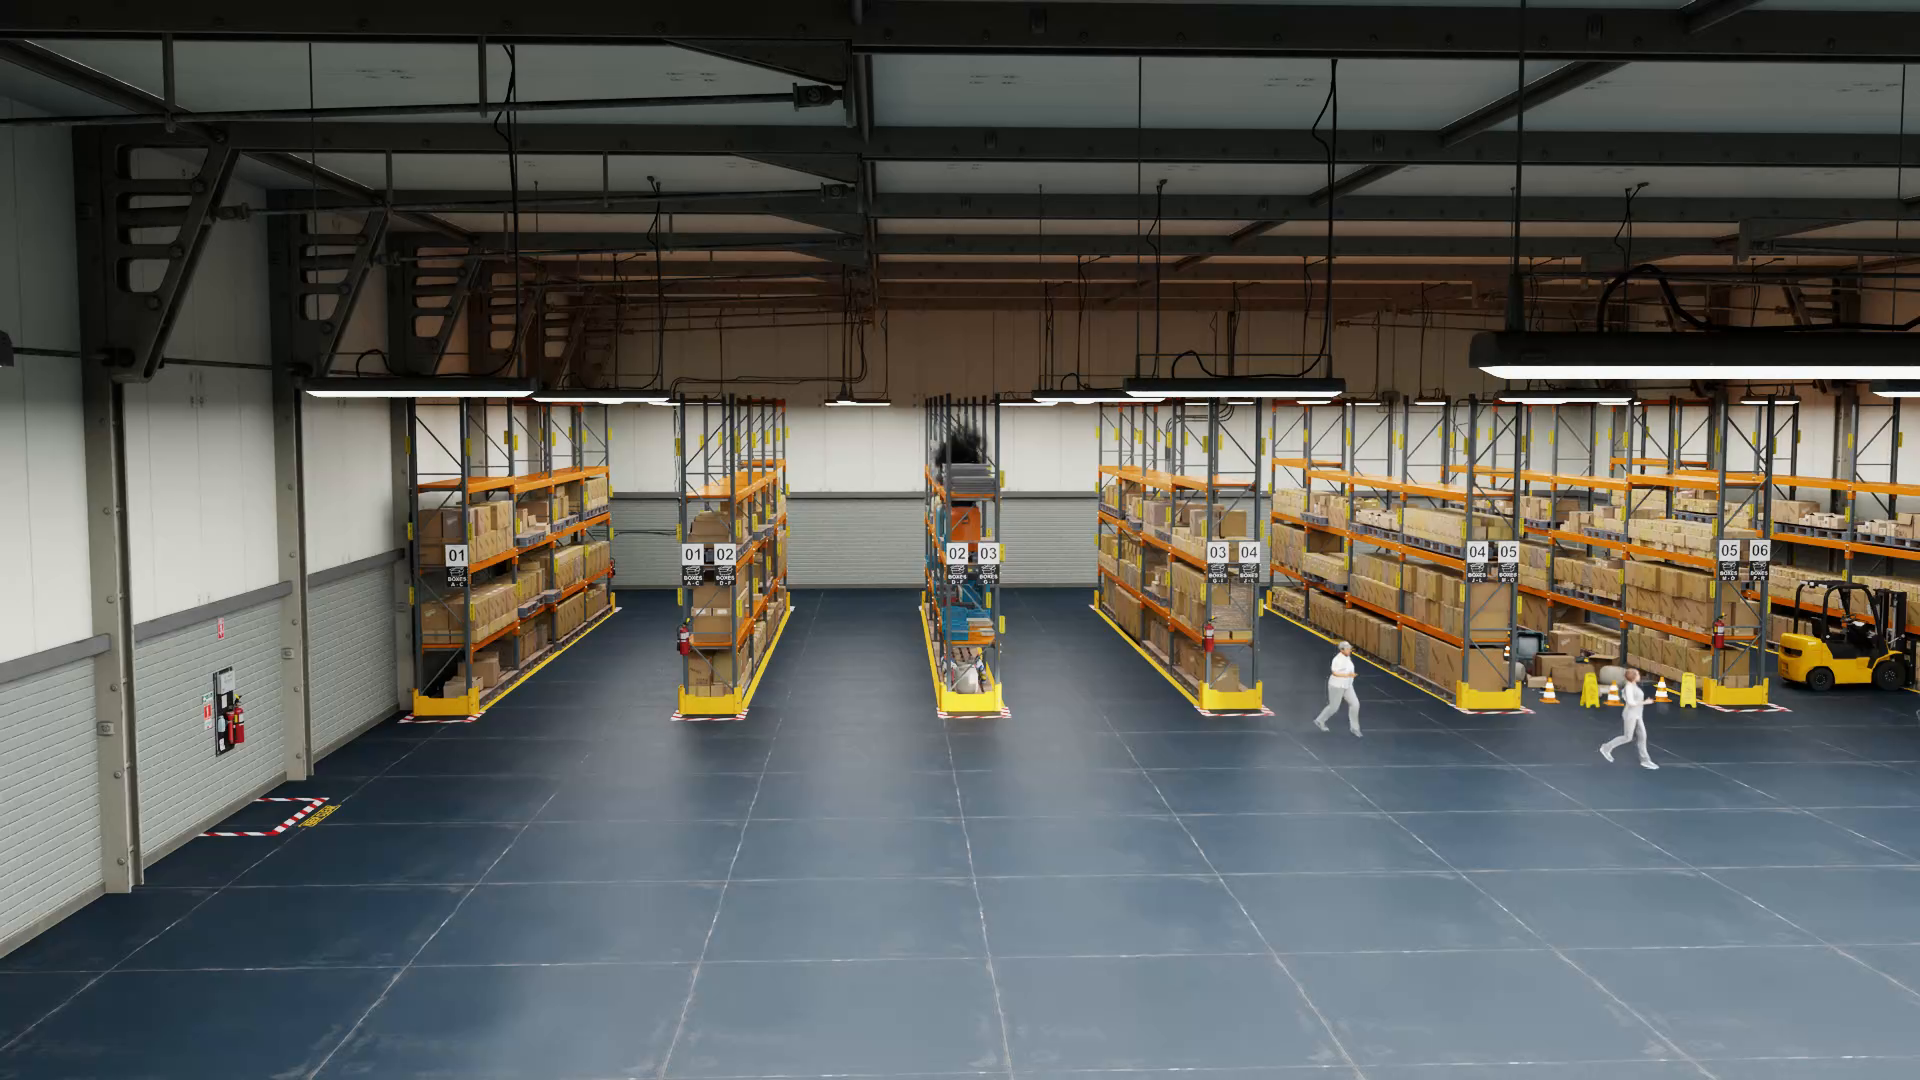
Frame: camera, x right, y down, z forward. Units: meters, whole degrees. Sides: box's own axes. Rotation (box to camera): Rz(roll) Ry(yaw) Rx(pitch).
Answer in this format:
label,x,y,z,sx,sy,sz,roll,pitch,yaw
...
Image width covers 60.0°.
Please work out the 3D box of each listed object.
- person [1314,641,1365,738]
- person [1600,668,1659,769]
label,x,y,z,sx,sy,sz,roll,pitch,yaw
person,6.653,2.607,29.137,0.905,1.702,0.625,4,6,42
person,10.681,2.823,26.475,0.879,1.586,0.544,3,5,34
